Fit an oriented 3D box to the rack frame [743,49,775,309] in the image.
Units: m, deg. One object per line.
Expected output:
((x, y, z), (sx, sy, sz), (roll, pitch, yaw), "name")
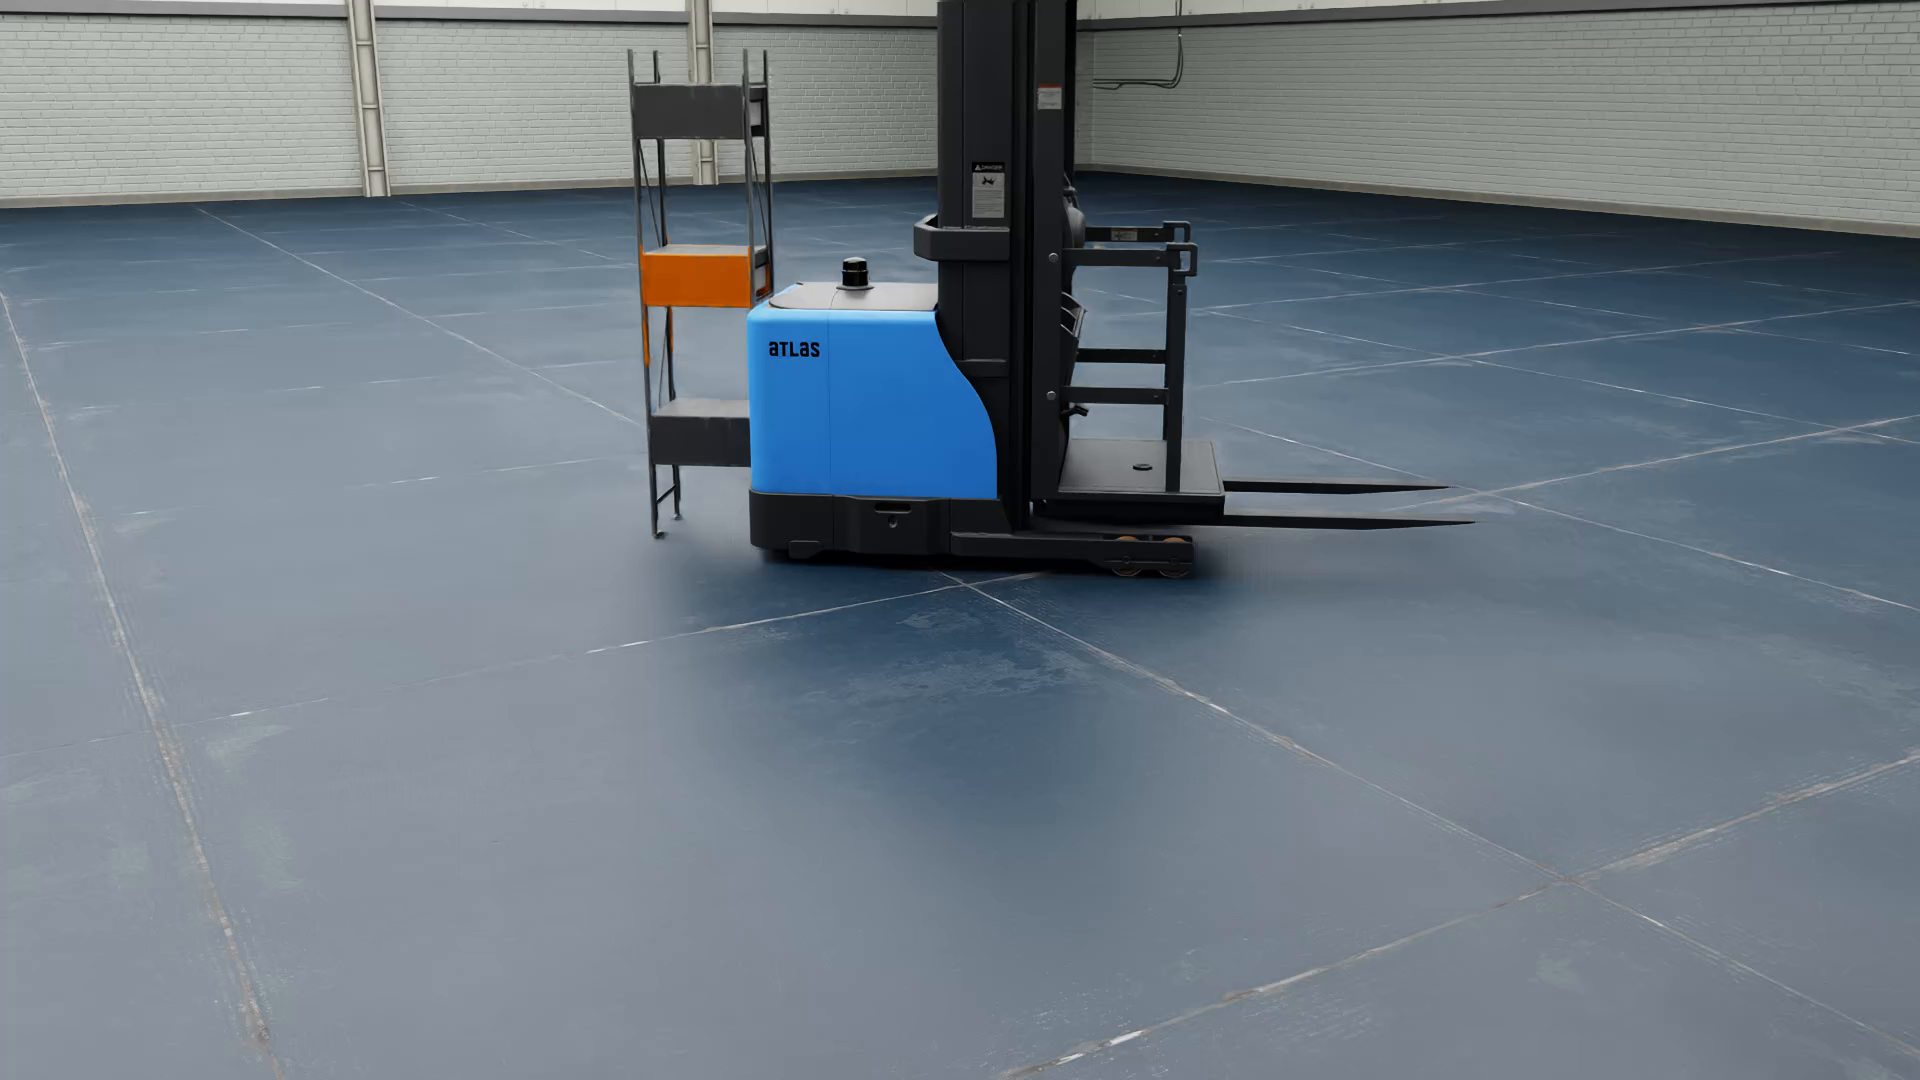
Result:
((-0.862, -1.059, 7.298), (0.015, 2.100, 0.400), (2, 16, 6), "rack frame")

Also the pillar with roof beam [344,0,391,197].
((-7.711, -9.197, 23.547), (0.400, 9.000, 9.100), (-9, 18, -30), "pillar with roof beam")

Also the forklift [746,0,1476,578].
((0.656, -1.405, 6.992), (3.031, 2.935, 1.130), (2, 16, 6), "forklift")

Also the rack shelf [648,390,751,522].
((-1.105, -0.379, 7.517), (0.480, 0.518, 0.431), (2, 16, 6), "rack shelf")

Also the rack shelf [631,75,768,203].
((-1.105, -1.728, 7.139), (0.480, 0.518, 0.431), (2, 16, 6), "rack shelf")

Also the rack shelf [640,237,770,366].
((-1.105, -1.054, 7.328), (0.480, 0.518, 0.431), (2, 16, 6), "rack shelf")

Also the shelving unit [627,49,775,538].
((-1.105, -1.067, 7.325), (0.503, 2.100, 0.431), (2, 16, 6), "shelving unit")

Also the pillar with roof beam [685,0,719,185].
((-2.567, -10.031, 26.523), (0.400, 9.000, 9.100), (-9, 18, -30), "pillar with roof beam")

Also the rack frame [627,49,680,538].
((-1.347, -1.074, 7.351), (0.015, 2.100, 0.400), (2, 16, 6), "rack frame")

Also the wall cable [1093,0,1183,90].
((3.565, -10.470, 33.840), (0.112, 2.526, 3.097), (-9, 18, -30), "wall cable")
